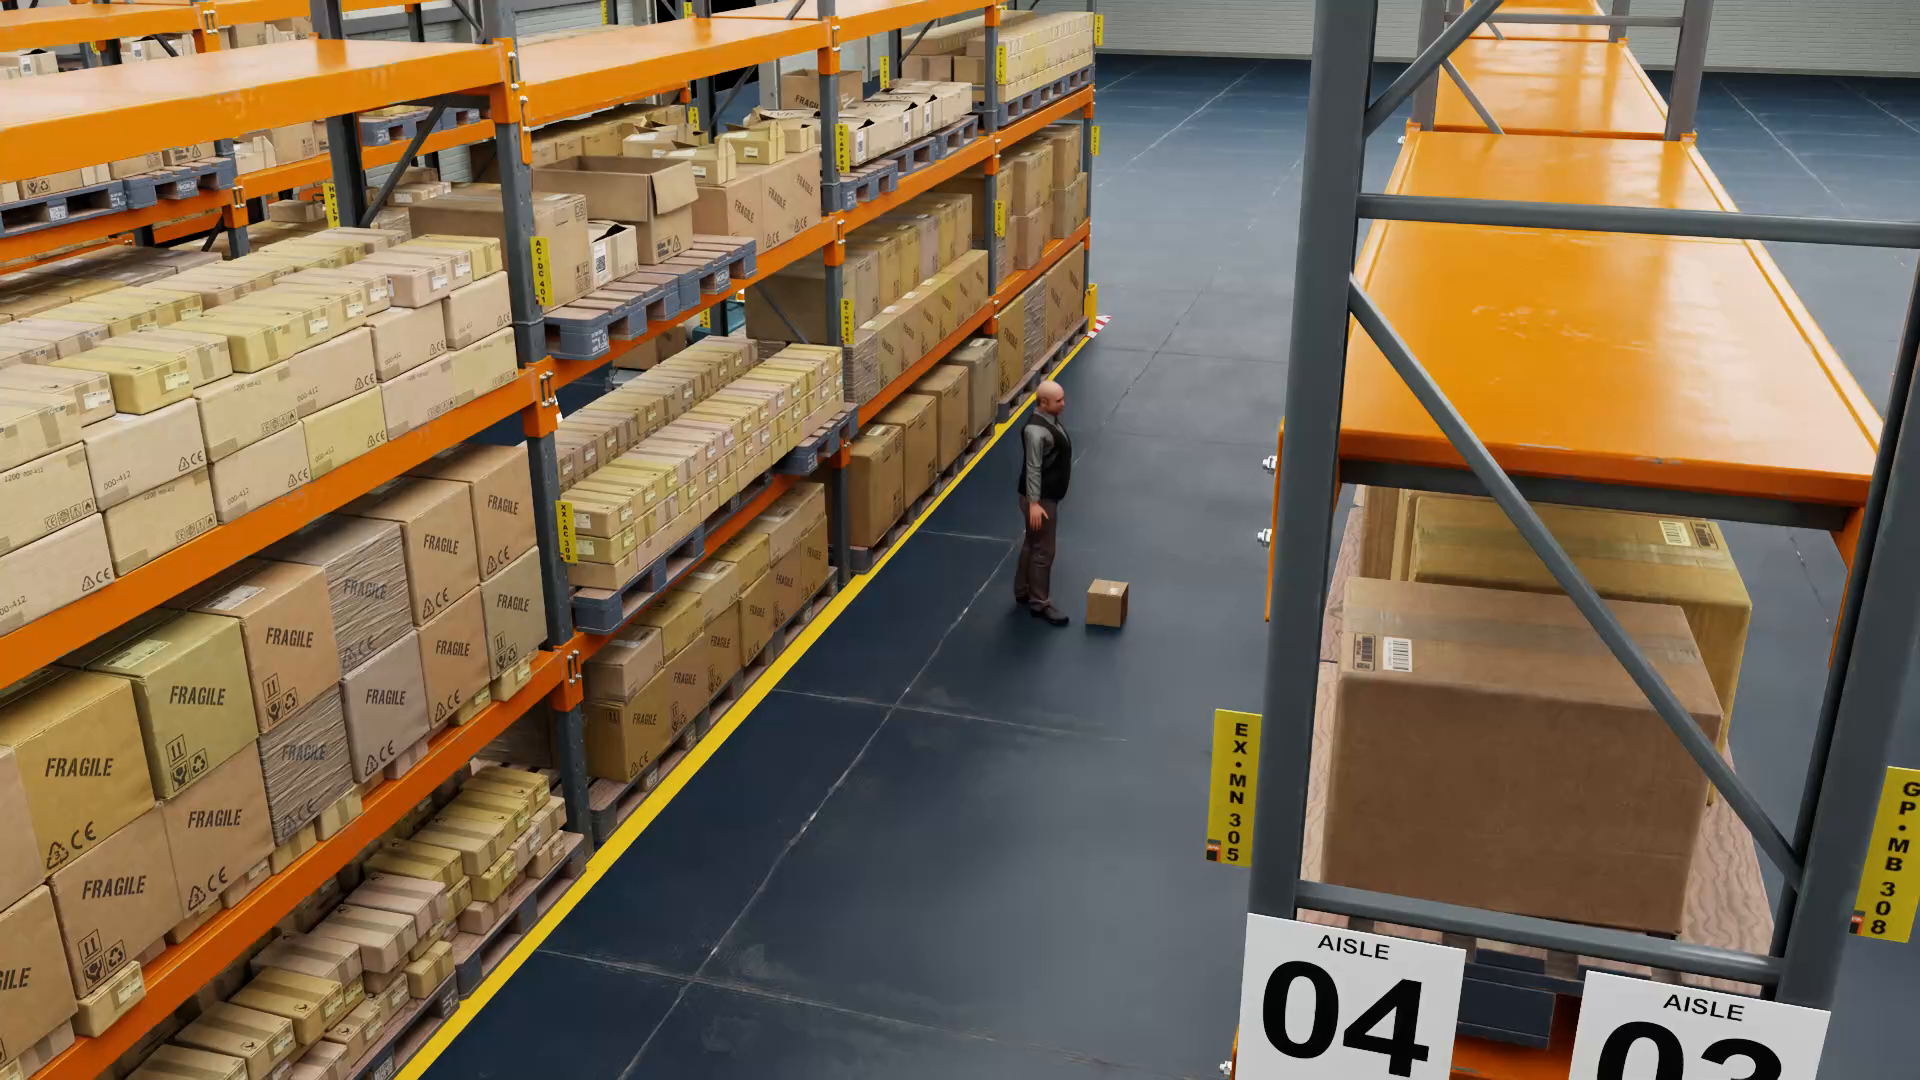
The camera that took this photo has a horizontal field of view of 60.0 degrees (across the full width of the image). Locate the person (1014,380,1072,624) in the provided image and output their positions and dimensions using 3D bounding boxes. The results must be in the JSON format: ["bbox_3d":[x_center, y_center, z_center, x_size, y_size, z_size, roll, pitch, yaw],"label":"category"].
[{"bbox_3d":[0.599,-0.289,11.824,0.443,1.730,0.616,4,22,10],"label":"person"}]
